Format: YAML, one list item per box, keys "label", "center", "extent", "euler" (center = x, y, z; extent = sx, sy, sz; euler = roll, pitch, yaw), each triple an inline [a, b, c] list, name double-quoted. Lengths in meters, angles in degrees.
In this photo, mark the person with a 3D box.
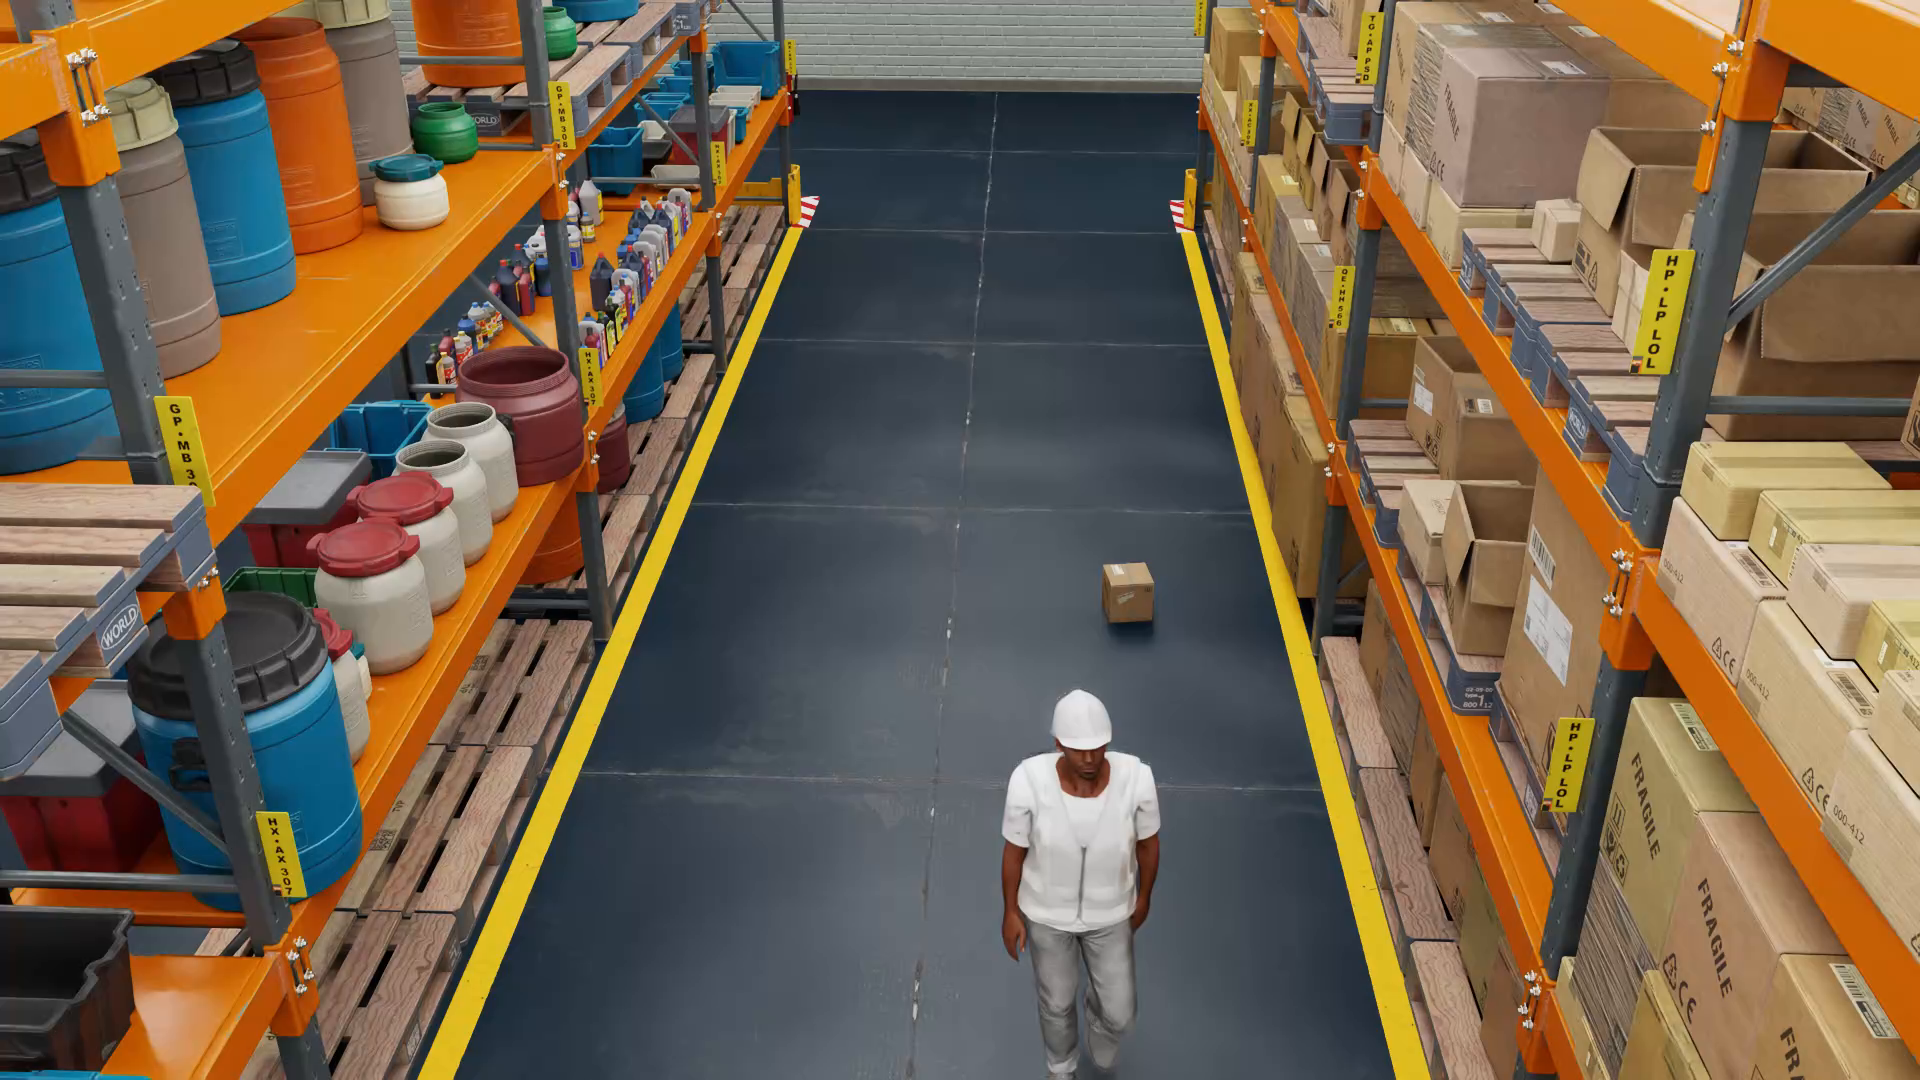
- label: "person"
  center: [0.434, 1.325, 6.029]
  extent: [0.572, 1.756, 0.489]
  euler: [0, 28, 0]
